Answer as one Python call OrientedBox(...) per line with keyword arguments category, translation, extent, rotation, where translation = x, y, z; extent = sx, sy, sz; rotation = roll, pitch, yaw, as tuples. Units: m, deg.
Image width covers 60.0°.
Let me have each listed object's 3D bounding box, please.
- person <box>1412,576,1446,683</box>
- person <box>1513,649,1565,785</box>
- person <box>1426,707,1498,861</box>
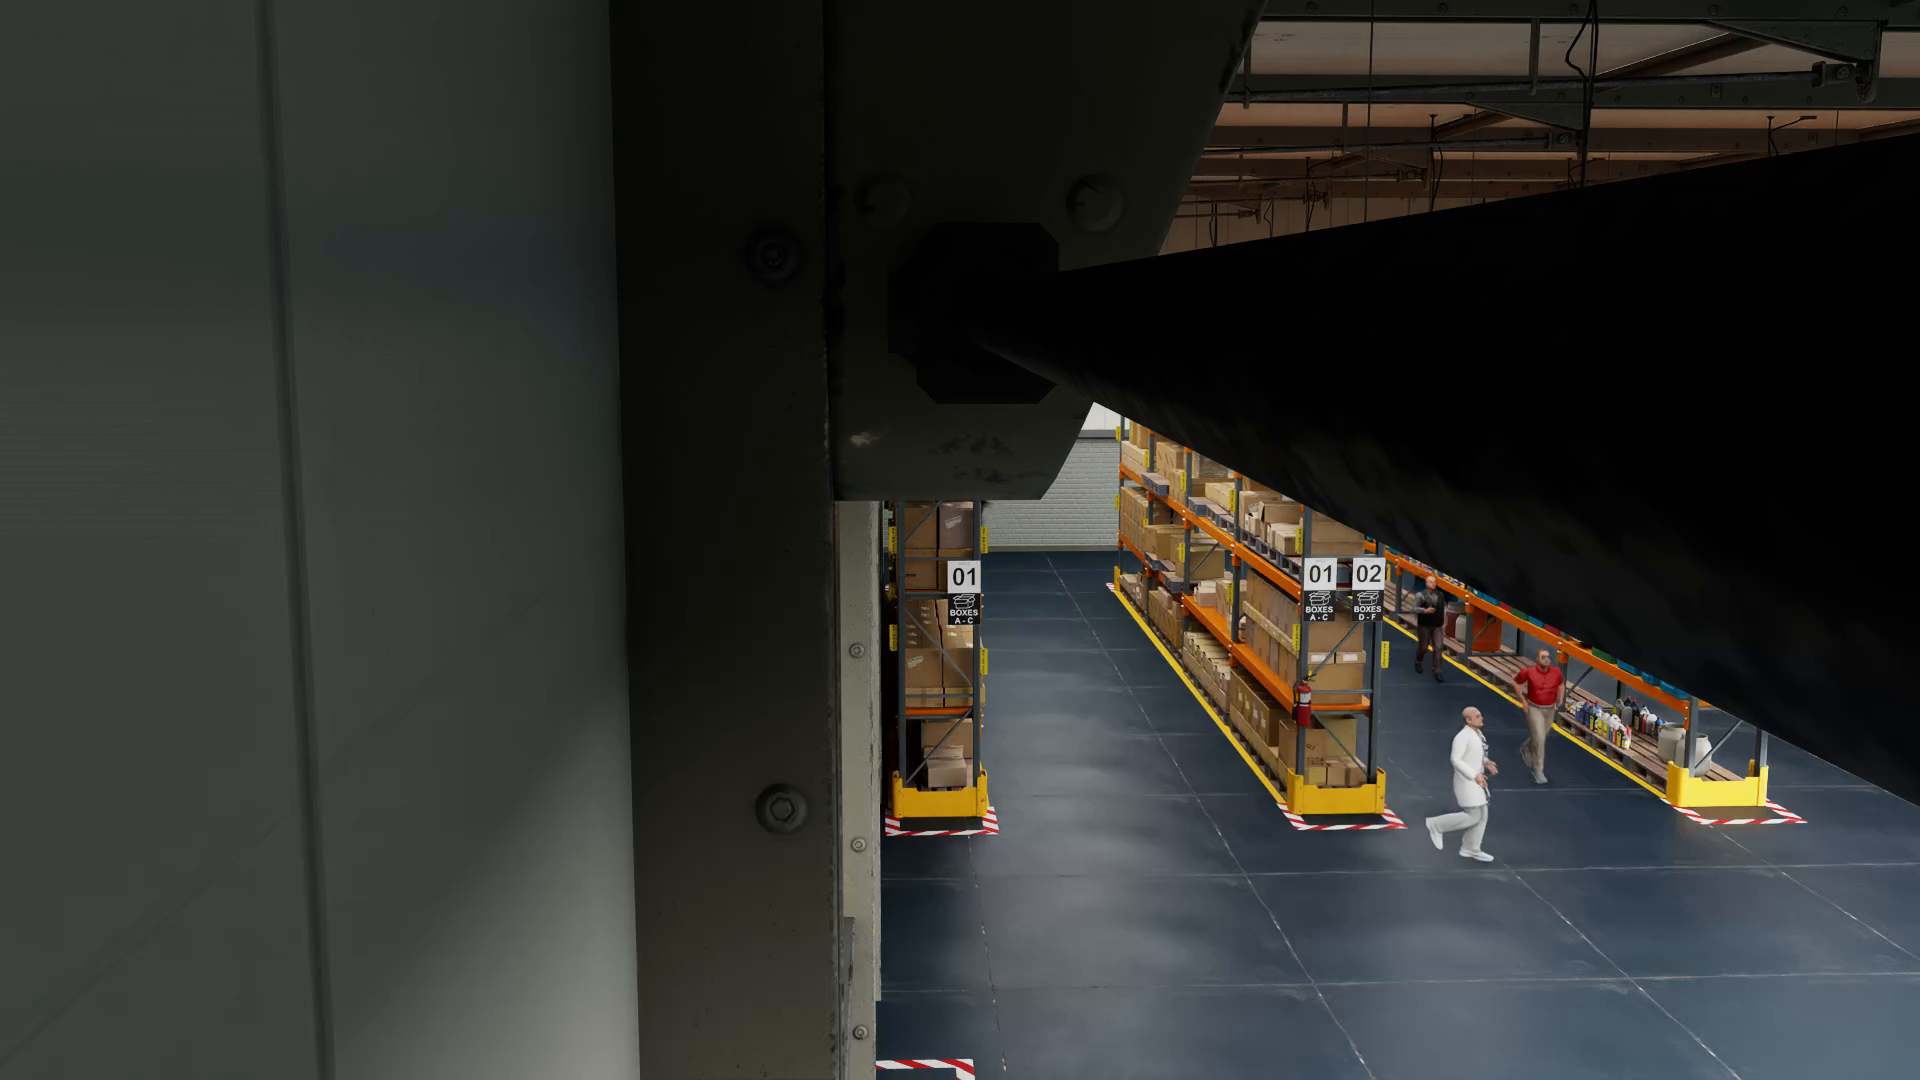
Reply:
OrientedBox(category="person", translation=(7.853, 1.454, 27.761), extent=(0.656, 1.714, 0.939), rotation=(-1, 8, -4))
OrientedBox(category="person", translation=(7.729, 2.297, 22.190), extent=(0.657, 1.760, 0.834), rotation=(-2, 8, -11))
OrientedBox(category="person", translation=(5.716, 2.739, 18.868), extent=(0.735, 1.759, 0.712), rotation=(5, 9, 29))
